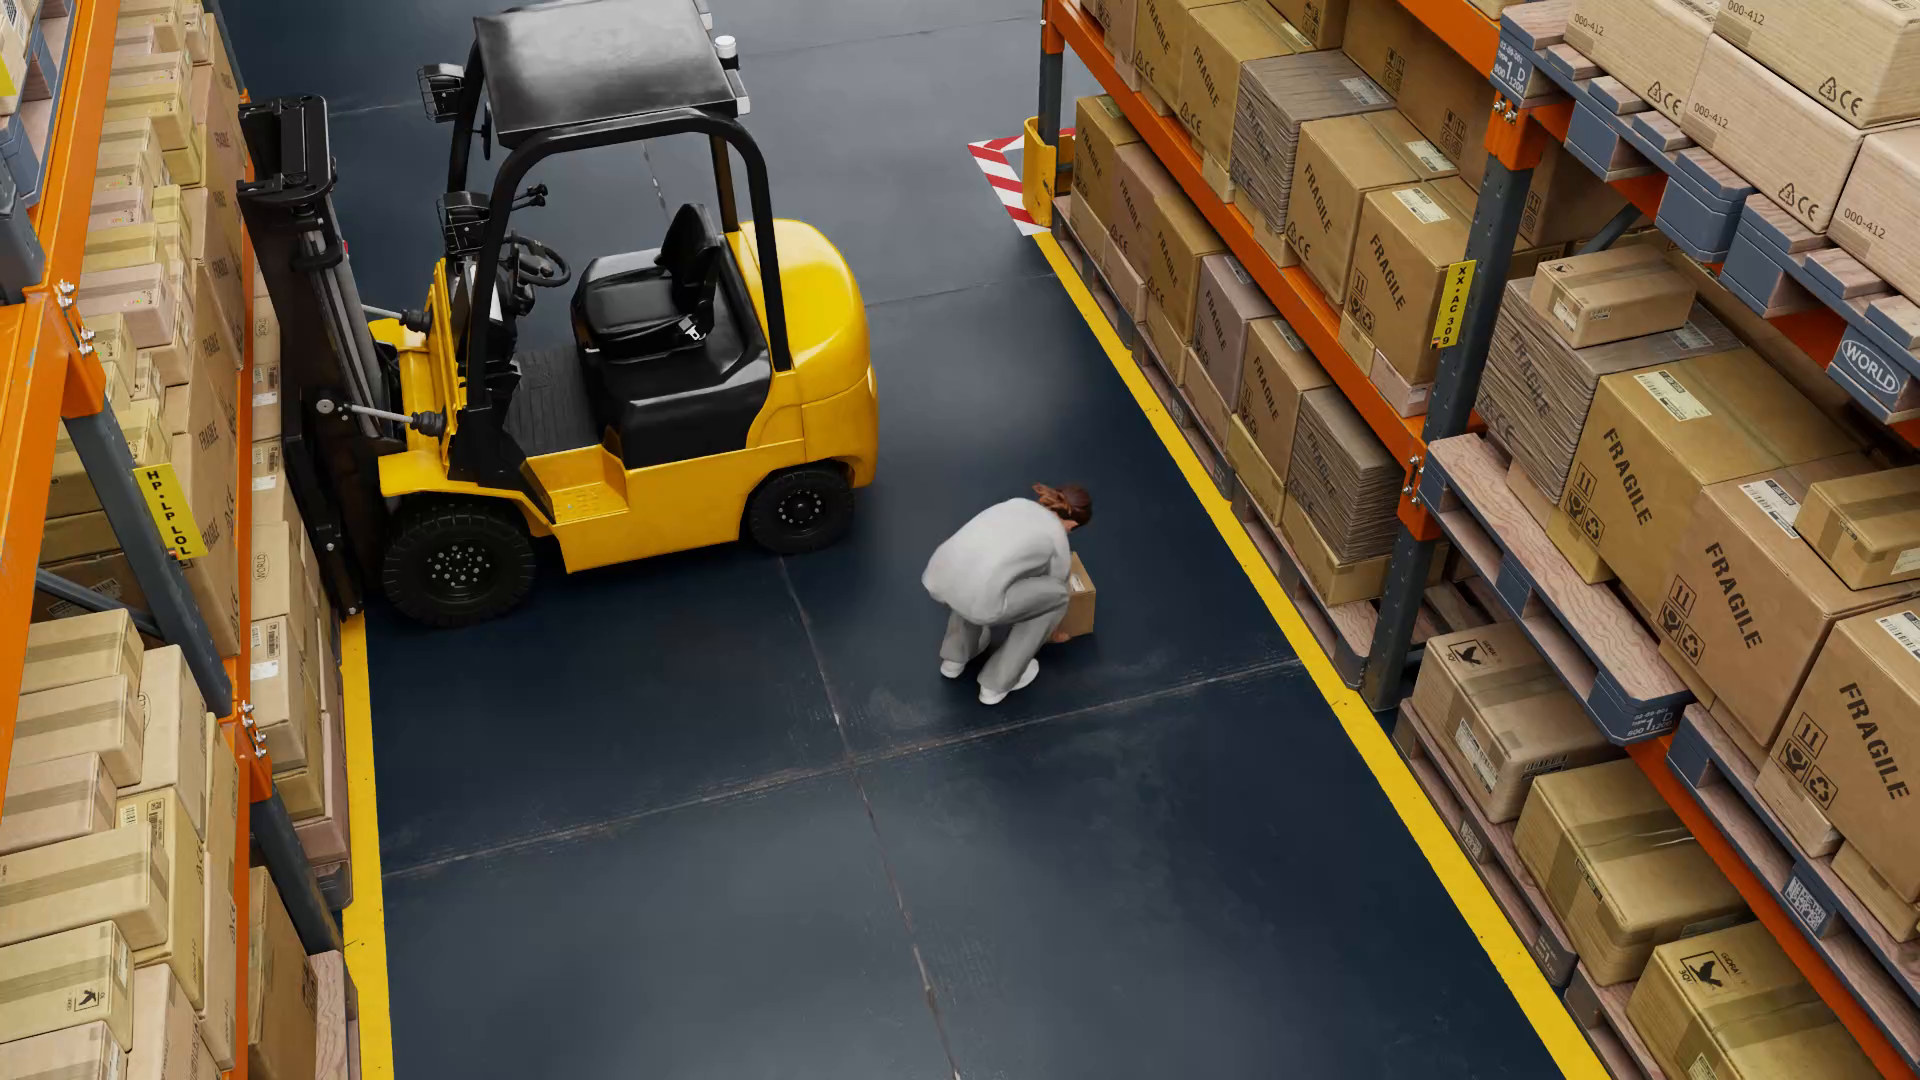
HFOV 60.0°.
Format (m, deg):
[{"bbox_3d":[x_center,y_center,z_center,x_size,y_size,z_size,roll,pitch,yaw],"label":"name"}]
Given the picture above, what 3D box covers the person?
[{"bbox_3d":[0.215,0.202,6.664,0.475,0.788,0.863,31,51,29],"label":"person"}]
